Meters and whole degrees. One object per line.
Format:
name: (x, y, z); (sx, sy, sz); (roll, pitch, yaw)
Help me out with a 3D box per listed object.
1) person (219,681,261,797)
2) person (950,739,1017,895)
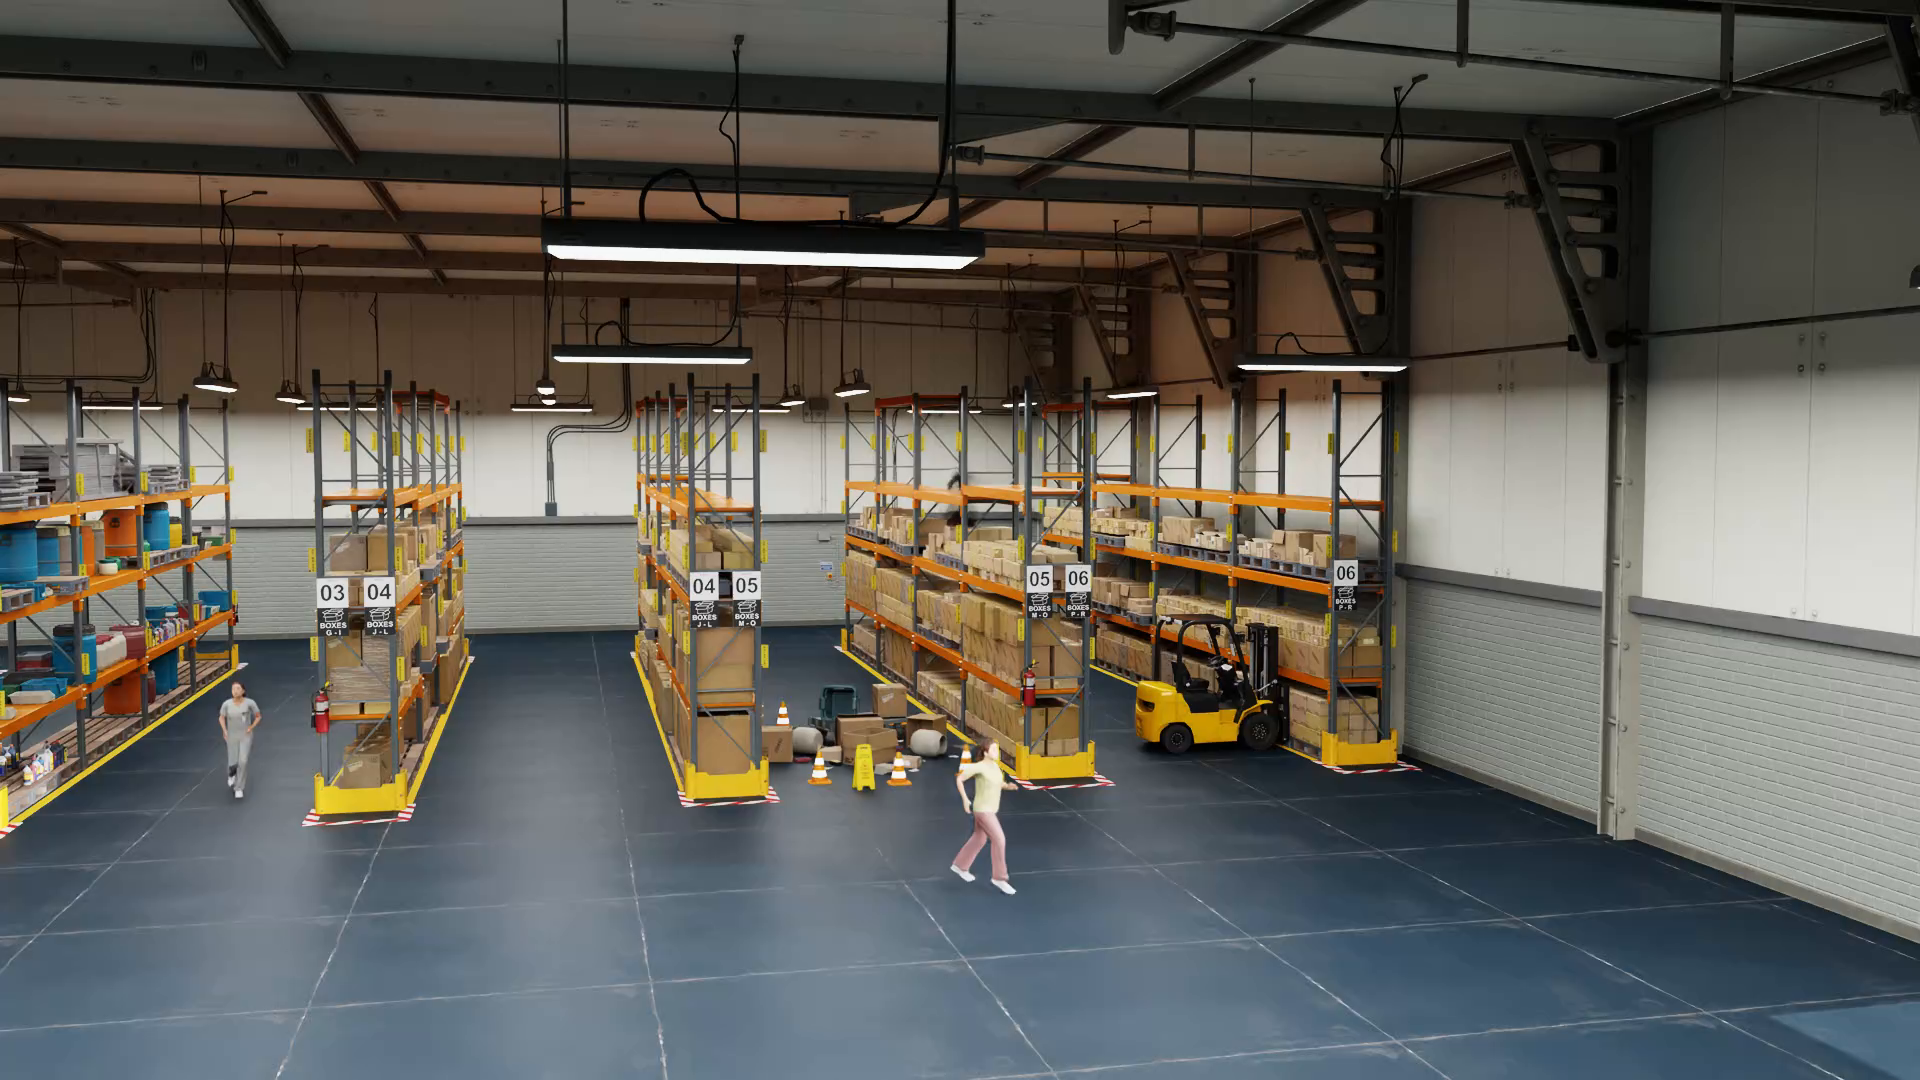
person: (-10.266, 2.827, 23.729); (0.560, 1.631, 0.605); (-1, 3, -19)
person: (0.261, 3.076, 18.672); (0.844, 1.715, 0.546); (2, 4, 25)
